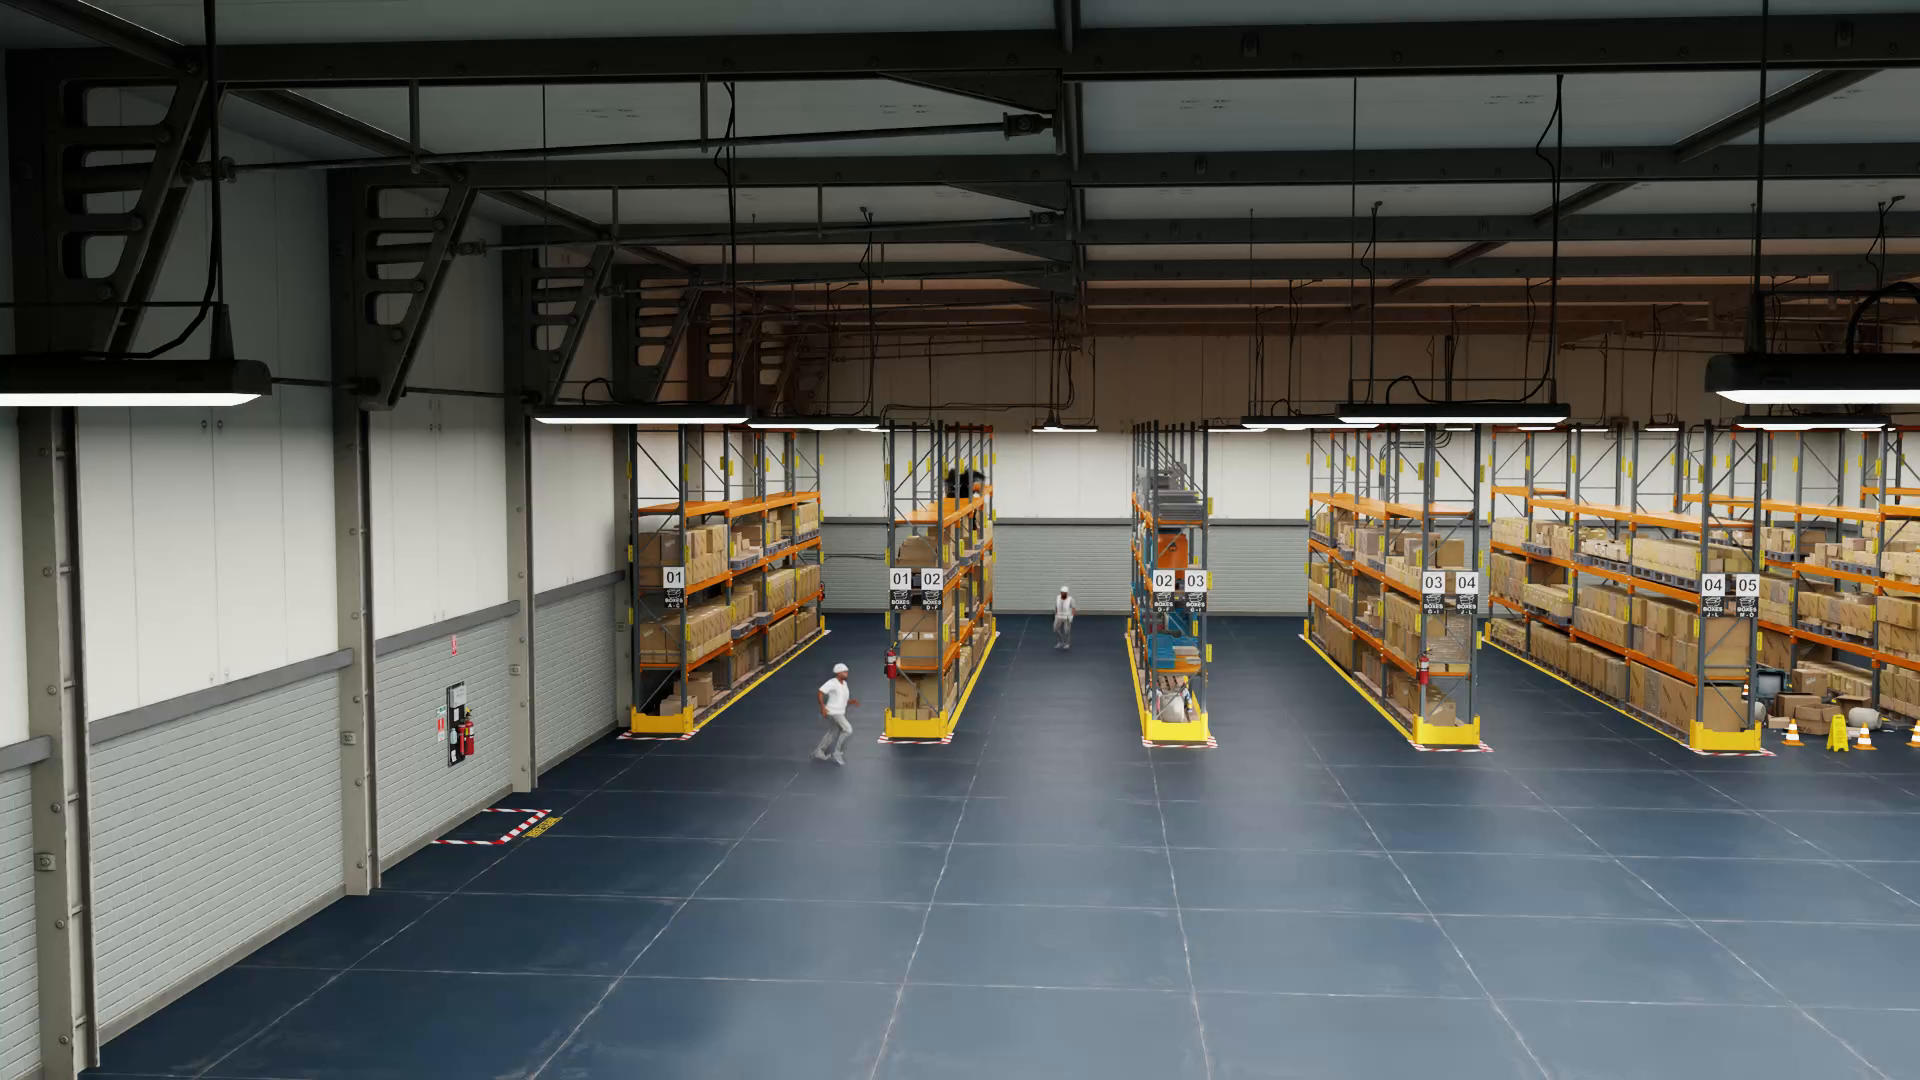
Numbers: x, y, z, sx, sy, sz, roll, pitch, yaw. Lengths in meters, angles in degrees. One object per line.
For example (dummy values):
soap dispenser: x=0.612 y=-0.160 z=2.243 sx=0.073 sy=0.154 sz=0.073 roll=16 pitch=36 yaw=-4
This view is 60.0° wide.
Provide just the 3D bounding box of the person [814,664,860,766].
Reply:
person: x=-2.162 y=3.032 z=28.923 sx=0.834 sy=1.774 sz=0.645 roll=1 pitch=4 yaw=16

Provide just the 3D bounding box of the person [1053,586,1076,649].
person: x=2.762 y=2.062 z=44.003 sx=0.679 sy=1.718 sz=0.721 roll=1 pitch=4 yaw=21
